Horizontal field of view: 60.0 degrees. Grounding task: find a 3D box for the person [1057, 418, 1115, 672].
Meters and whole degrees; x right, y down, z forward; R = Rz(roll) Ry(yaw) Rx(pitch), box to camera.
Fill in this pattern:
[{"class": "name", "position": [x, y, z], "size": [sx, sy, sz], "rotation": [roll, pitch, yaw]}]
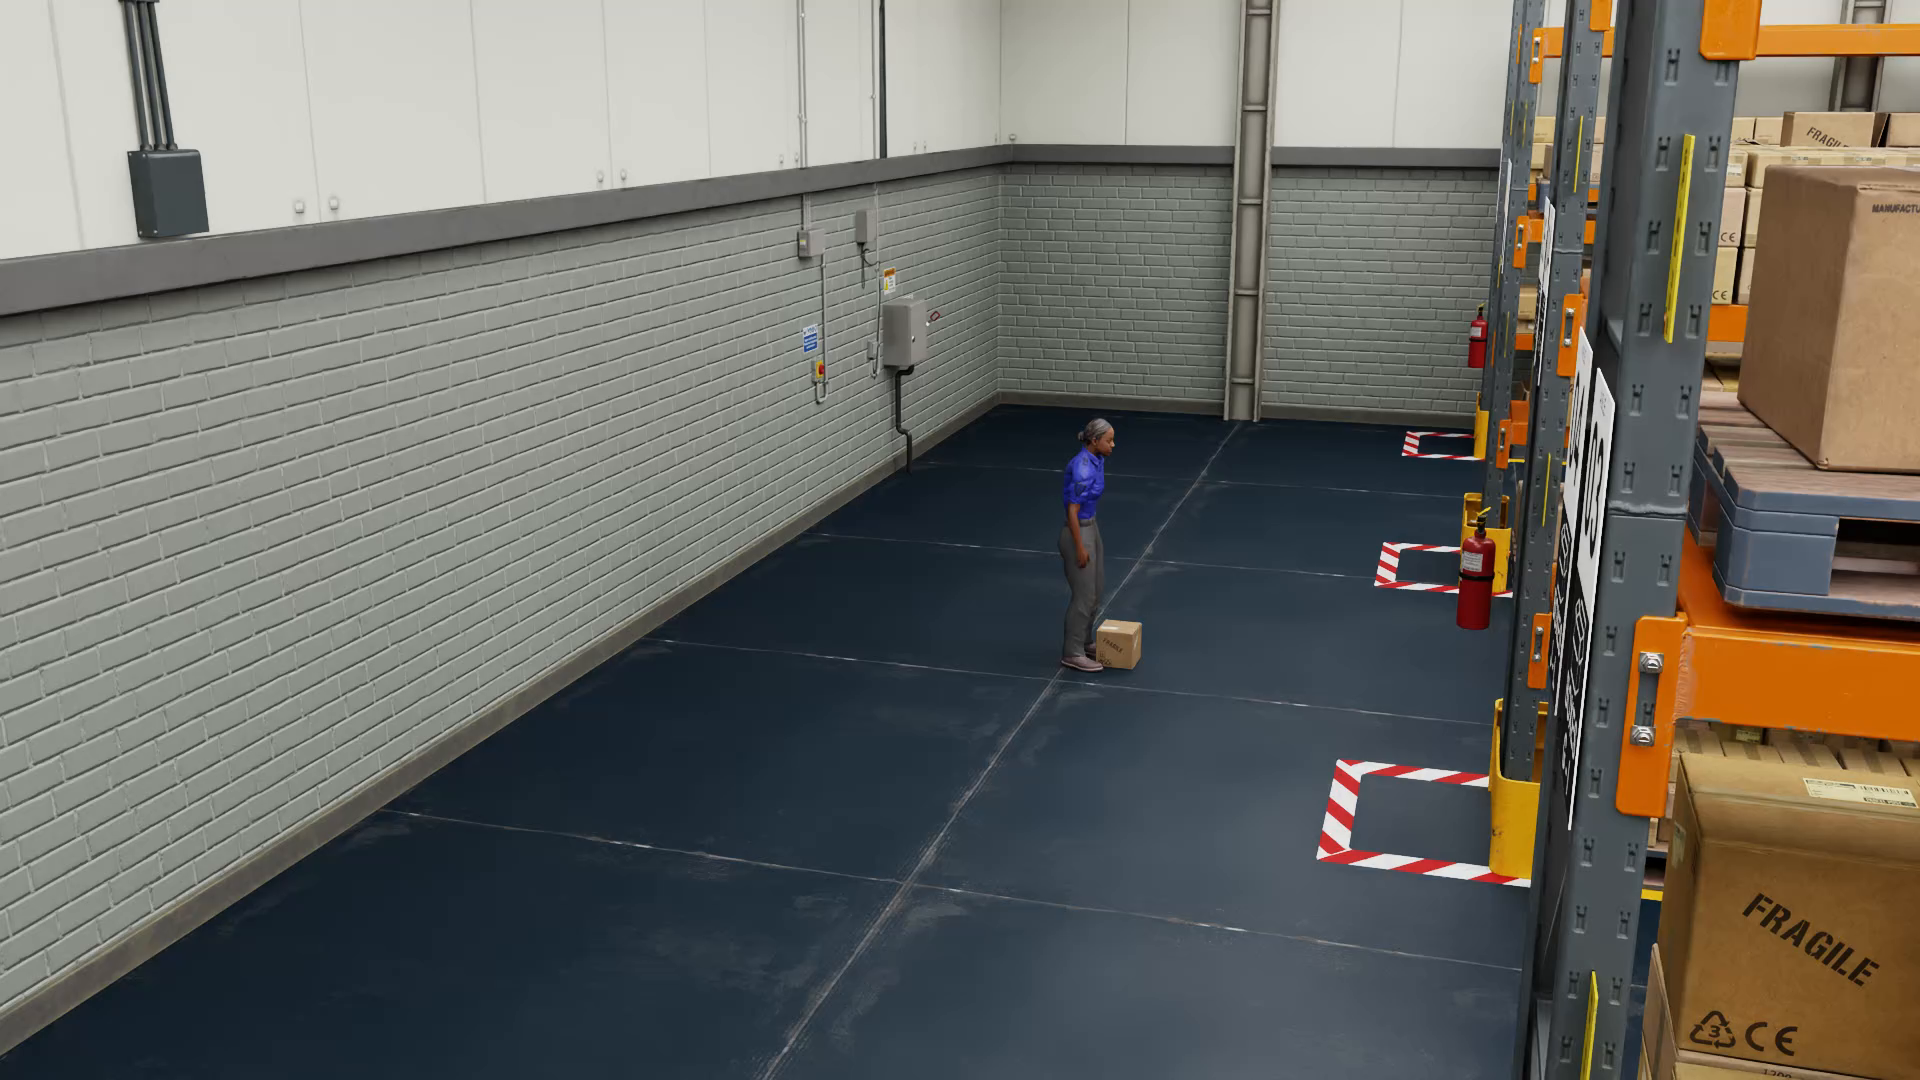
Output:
[{"class": "person", "position": [0.833, 0.008, 11.000], "size": [0.350, 1.654, 0.503], "rotation": [4, 16, 16]}]
